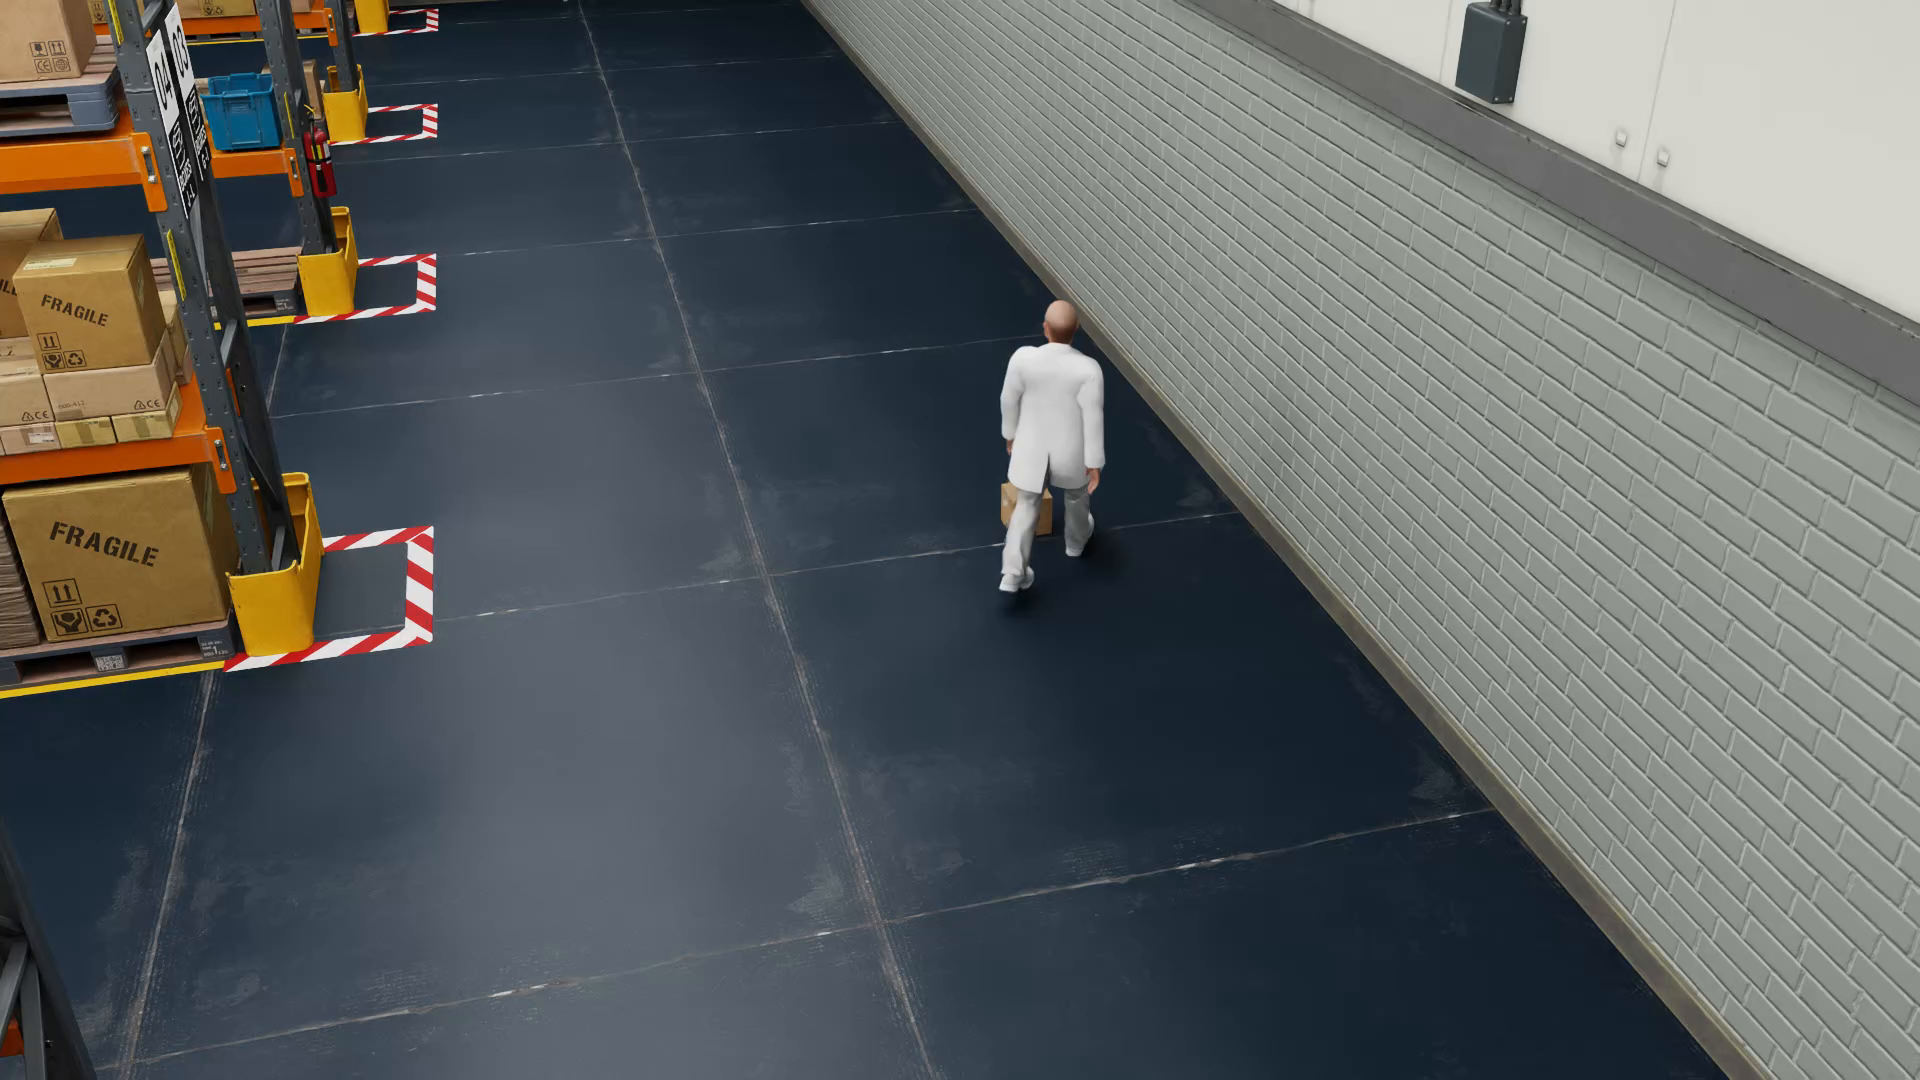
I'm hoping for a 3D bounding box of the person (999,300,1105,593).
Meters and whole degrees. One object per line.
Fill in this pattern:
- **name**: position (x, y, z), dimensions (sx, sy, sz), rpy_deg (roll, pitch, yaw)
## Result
- **person**: position (0.534, -0.561, 9.286), dimensions (0.616, 1.727, 1.103), rpy_deg (6, 30, 11)
